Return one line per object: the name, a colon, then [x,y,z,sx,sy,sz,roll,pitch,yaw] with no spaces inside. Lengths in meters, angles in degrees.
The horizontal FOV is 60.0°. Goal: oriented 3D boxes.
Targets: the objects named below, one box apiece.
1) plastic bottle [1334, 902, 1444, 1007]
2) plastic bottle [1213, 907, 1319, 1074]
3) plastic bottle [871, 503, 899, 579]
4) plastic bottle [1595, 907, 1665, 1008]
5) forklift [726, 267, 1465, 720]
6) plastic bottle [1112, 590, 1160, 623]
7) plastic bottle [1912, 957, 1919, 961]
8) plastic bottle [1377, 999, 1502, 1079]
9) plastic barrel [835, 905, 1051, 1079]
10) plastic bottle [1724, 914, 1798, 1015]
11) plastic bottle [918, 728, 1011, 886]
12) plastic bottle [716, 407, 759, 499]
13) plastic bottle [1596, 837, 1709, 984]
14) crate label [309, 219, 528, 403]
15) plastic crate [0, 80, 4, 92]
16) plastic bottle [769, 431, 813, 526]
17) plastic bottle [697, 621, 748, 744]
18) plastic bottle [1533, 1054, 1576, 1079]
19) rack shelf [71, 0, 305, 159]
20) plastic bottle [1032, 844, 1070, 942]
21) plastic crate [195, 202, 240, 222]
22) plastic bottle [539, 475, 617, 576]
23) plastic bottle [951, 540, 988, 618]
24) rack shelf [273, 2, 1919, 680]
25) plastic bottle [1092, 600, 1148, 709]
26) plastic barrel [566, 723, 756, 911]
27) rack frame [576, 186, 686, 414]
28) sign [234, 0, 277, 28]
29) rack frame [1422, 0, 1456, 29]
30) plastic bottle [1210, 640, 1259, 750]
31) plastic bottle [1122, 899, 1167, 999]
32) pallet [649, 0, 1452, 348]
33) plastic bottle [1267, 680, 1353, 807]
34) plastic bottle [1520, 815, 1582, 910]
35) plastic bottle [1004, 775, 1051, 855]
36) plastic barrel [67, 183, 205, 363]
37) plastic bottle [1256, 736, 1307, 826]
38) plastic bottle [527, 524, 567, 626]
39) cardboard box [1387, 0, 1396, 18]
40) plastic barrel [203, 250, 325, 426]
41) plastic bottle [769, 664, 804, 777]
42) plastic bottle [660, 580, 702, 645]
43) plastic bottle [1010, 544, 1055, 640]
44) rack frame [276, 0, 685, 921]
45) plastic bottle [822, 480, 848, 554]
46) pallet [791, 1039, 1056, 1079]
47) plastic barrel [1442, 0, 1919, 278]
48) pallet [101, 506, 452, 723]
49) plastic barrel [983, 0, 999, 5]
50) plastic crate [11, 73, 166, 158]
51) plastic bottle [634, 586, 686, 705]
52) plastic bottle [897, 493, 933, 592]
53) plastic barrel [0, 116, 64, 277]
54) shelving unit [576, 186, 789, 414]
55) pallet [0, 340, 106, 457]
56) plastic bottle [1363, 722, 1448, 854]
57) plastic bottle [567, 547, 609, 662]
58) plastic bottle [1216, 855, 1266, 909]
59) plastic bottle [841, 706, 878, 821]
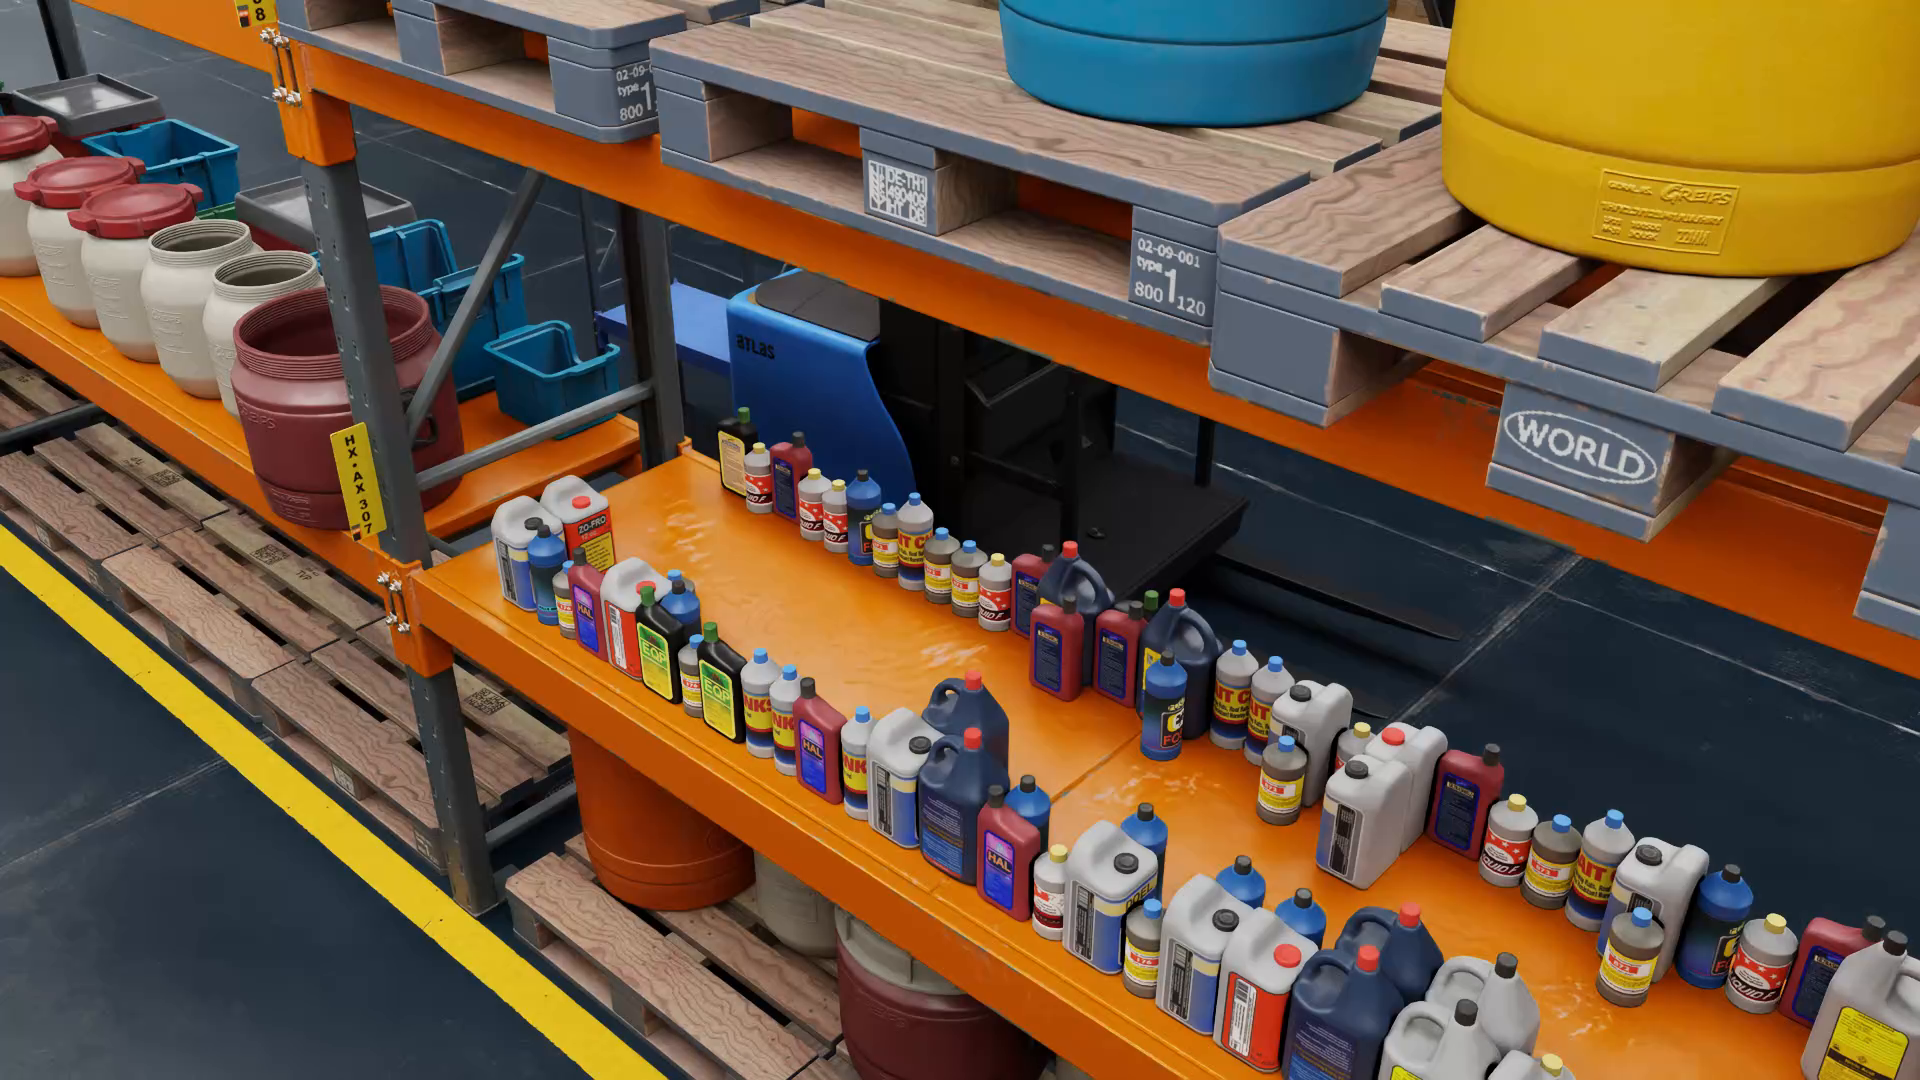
plastic bottle: [0.785,0.798,3.064,0.185,0.351,0.144,25,39,35]
plastic bottle: [0.573,0.828,3.086,0.135,0.276,0.152,25,39,35]
plastic bottle: [-0.192,-0.005,4.543,0.097,0.201,0.097,0,31,0]
plastic bottle: [1.298,0.796,3.212,0.097,0.201,0.097,0,31,0]
forklift: [0.495,-1.057,6.164,3.031,2.935,1.130,22,37,32]
plastic bottle: [0.431,0.237,4.061,0.133,0.283,0.061,25,39,35]
plastic bottle: [1.741,0.849,3.045,0.133,0.283,0.061,25,39,35]
plastic bottle: [0.826,0.917,2.866,0.185,0.351,0.144,25,39,35]
plastic barrel: [-0.028,1.112,4.426,0.708,0.588,0.600,25,39,35]
plastic bottle: [1.544,0.805,3.197,0.097,0.201,0.097,0,31,0]
plastic bottle: [0.009,0.536,3.499,0.185,0.351,0.144,25,39,35]
plastic bottle: [-0.653,-0.268,4.901,0.133,0.283,0.061,25,39,35]
plastic bottle: [1.368,0.710,3.283,0.135,0.276,0.152,25,39,35]
crate label: [-1.794,-0.758,5.566,0.616,0.435,0.502,25,39,35]
plastic crate: [-5.022,-2.167,8.146,0.662,0.188,0.450,25,39,35]
plastic bottle: [-0.482,-0.189,4.768,0.133,0.283,0.061,25,39,35]
plastic bottle: [-0.552,0.332,3.904,0.133,0.283,0.061,25,39,35]
plastic bottle: [1.017,0.981,2.905,0.097,0.201,0.097,0,31,0]
rack shelf: [-2.722,-1.964,5.394,4.000,0.370,1.077,25,39,35]
plastic bottle: [0.197,0.704,3.365,0.097,0.201,0.097,0,31,0]
plastic crate: [-2.724,-1.094,6.365,0.662,0.188,0.450,25,39,35]
plastic bottle: [-1.033,-0.027,4.507,0.135,0.276,0.152,25,39,35]
plastic bottle: [0.025,0.096,4.376,0.097,0.201,0.097,0,31,0]
rack shelf: [0.244,-0.580,3.094,4.000,0.370,1.077,25,39,35]
plastic bottle: [0.390,0.260,4.022,0.133,0.283,0.061,25,39,35]
plastic barrel: [-0.865,0.617,5.013,0.708,0.830,0.600,25,39,35]
rack frame: [-1.552,-1.245,7.864,0.032,1.500,0.500,22,37,32]
sign: [-1.603,-1.323,3.732,0.005,0.325,0.100,25,39,35]
rack frame: [2.088,-2.188,7.976,0.127,3.000,1.000,25,39,35]
plastic bottle: [0.641,0.353,3.880,0.097,0.271,0.097,0,31,0]
plastic bottle: [0.369,0.784,3.232,0.097,0.201,0.097,0,31,0]
pallet: [0.237,-0.740,2.846,1.213,0.211,1.003,25,39,35]
plastic bottle: [0.781,0.436,3.738,0.135,0.276,0.152,25,39,35]
plastic bottle: [1.228,0.657,3.442,0.097,0.201,0.097,0,31,0]
plastic bottle: [0.139,0.604,3.462,0.097,0.271,0.097,0,31,0]
plastic barrel: [-2.778,-0.919,5.737,0.433,0.535,0.433,0,31,0]
plastic bottle: [0.711,0.522,3.668,0.097,0.201,0.097,0,31,0]
plastic bottle: [-1.067,0.084,4.327,0.097,0.271,0.097,0,31,0]
cardboard box: [3.417,-4.178,13.278,0.500,0.500,0.700,24,39,34]
plastic barrel: [-2.145,-0.618,5.259,0.421,0.512,0.421,0,31,0]
plastic bottle: [-0.382,0.404,3.796,0.097,0.271,0.097,0,31,0]
plastic bottle: [-0.684,0.221,4.100,0.097,0.271,0.097,0,31,0]
plastic bottle: [0.195,0.127,4.244,0.133,0.283,0.061,25,39,35]
rack frame: [-1.239,-0.295,4.832,0.127,3.000,1.000,25,39,35]
plastic bottle: [-0.336,-0.073,4.655,0.097,0.201,0.097,0,31,0]
pallet: [0.274,1.579,4.423,1.213,0.211,1.003,25,39,35]
plastic barrel: [0.914,-0.695,1.998,0.600,0.588,0.600,0,31,0]
pallet: [-2.688,0.194,6.723,1.213,0.211,1.003,25,39,35]
plastic barrel: [0.177,-1.263,2.992,0.433,0.535,0.433,0,31,0]
plastic crate: [-3.640,-1.657,7.031,0.583,0.464,0.402,25,39,35]
plastic bottle: [-0.723,0.252,4.036,0.133,0.283,0.061,25,39,35]
plastic bottle: [-0.120,-0.002,4.469,0.097,0.271,0.097,0,31,0]
plastic barrel: [-3.643,-1.323,6.407,0.433,0.535,0.433,0,31,0]
shelving unit: [-1.151,-1.084,7.597,1.048,1.500,0.538,22,37,32]
pallet: [-4.675,-0.733,8.264,1.213,0.211,1.003,25,39,35]
plastic bottle: [0.953,0.516,3.605,0.135,0.276,0.152,25,39,35]
plastic bottle: [-0.922,0.159,4.190,0.133,0.283,0.061,25,39,35]
plastic bottle: [0.543,0.730,3.254,0.097,0.271,0.097,0,31,0]
plastic bottle: [-0.211,0.483,3.663,0.097,0.271,0.097,0,31,0]
